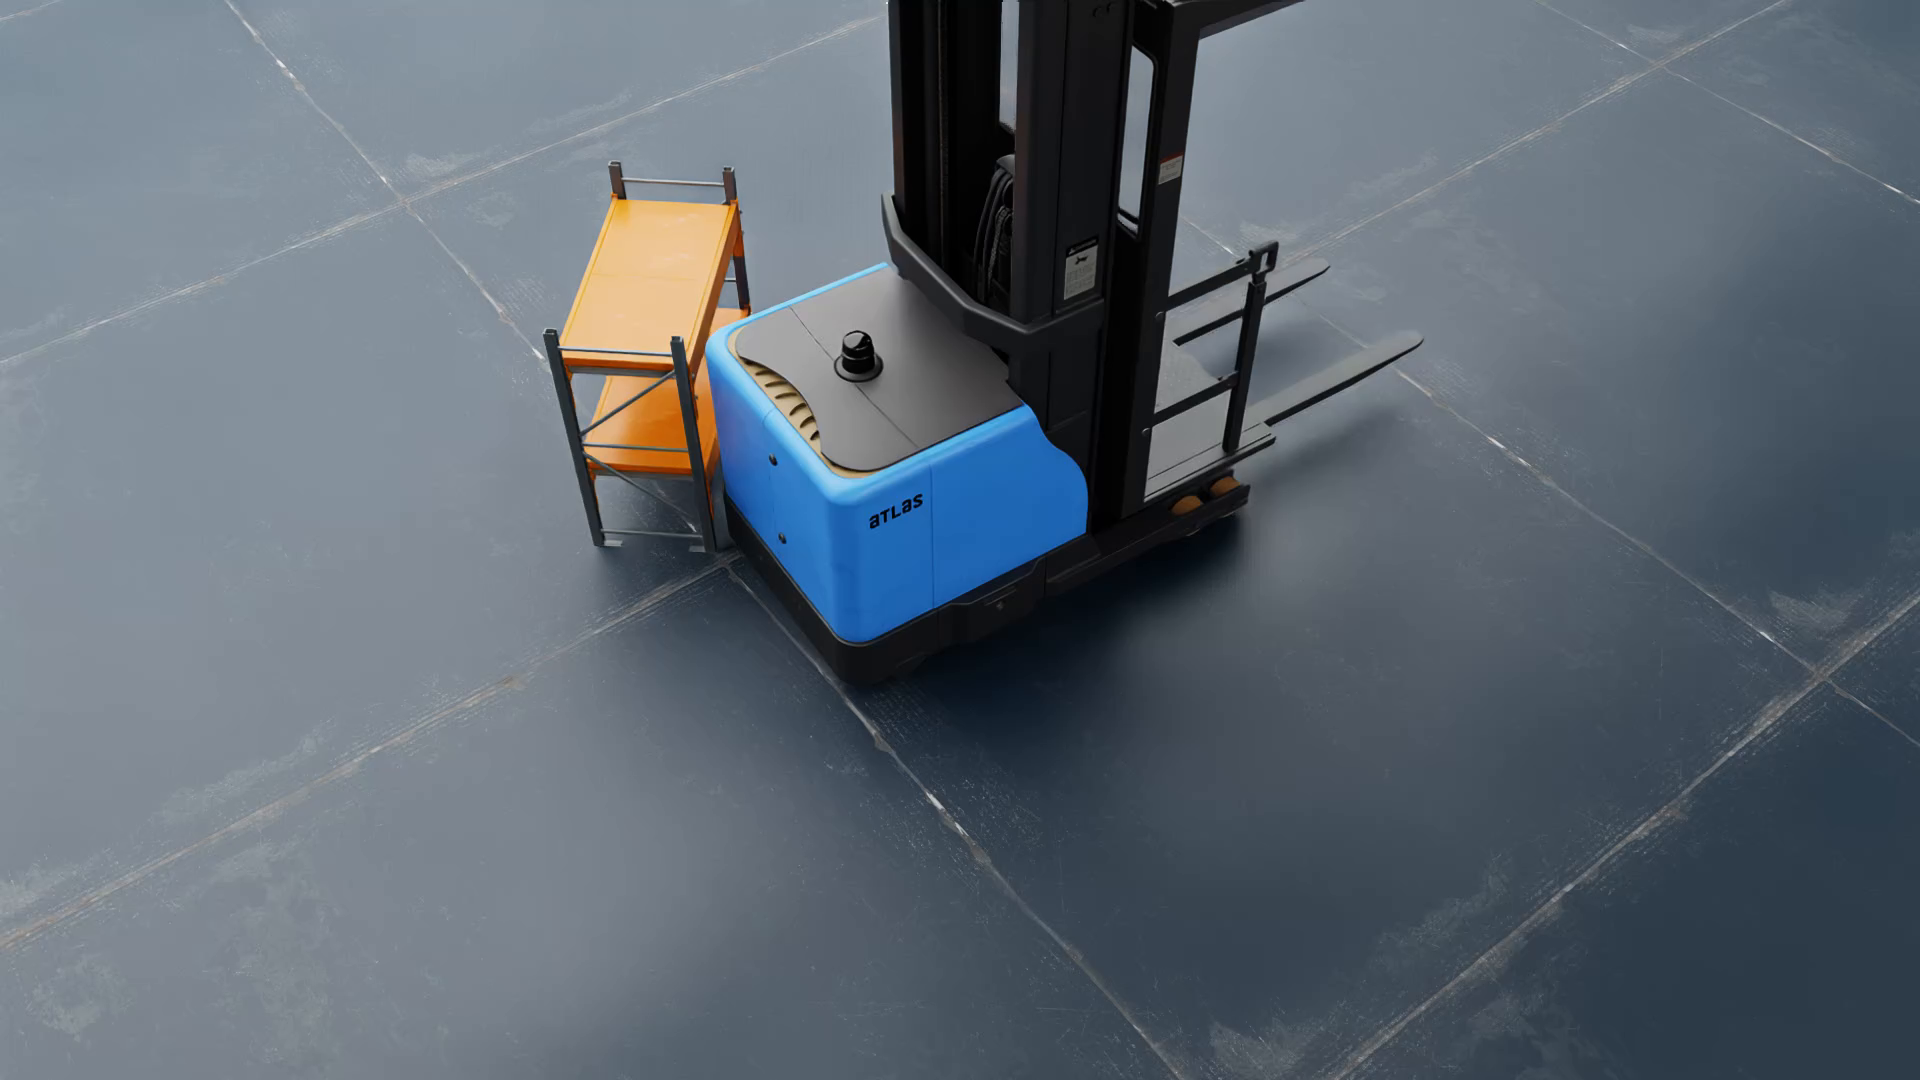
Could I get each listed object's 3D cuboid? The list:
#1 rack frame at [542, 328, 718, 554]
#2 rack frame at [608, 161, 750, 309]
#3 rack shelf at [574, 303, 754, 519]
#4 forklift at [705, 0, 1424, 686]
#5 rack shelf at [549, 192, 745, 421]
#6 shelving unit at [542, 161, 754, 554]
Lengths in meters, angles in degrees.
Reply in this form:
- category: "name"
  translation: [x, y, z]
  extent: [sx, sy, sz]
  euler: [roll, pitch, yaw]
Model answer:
- category: "rack frame"
  translation: [-1.230, -0.348, 6.305]
  extent: [0.500, 1.125, 0.032]
  euler: [4, 48, 3]
- category: "rack frame"
  translation: [-1.142, -1.099, 6.986]
  extent: [0.500, 1.125, 0.032]
  euler: [4, 48, 3]
- category: "rack shelf"
  translation: [-1.186, -0.559, 6.827]
  extent: [0.538, 0.278, 1.000]
  euler: [4, 48, 3]
- category: "forklift"
  translation: [0.578, -1.304, 5.953]
  extent: [3.031, 2.935, 1.130]
  euler: [-26, 53, -22]
- category: "rack shelf"
  translation: [-1.186, -0.920, 6.429]
  extent: [0.538, 0.278, 1.000]
  euler: [4, 48, 3]
- category: "shelving unit"
  translation: [-1.186, -0.724, 6.646]
  extent: [0.538, 1.125, 1.048]
  euler: [4, 48, 3]
